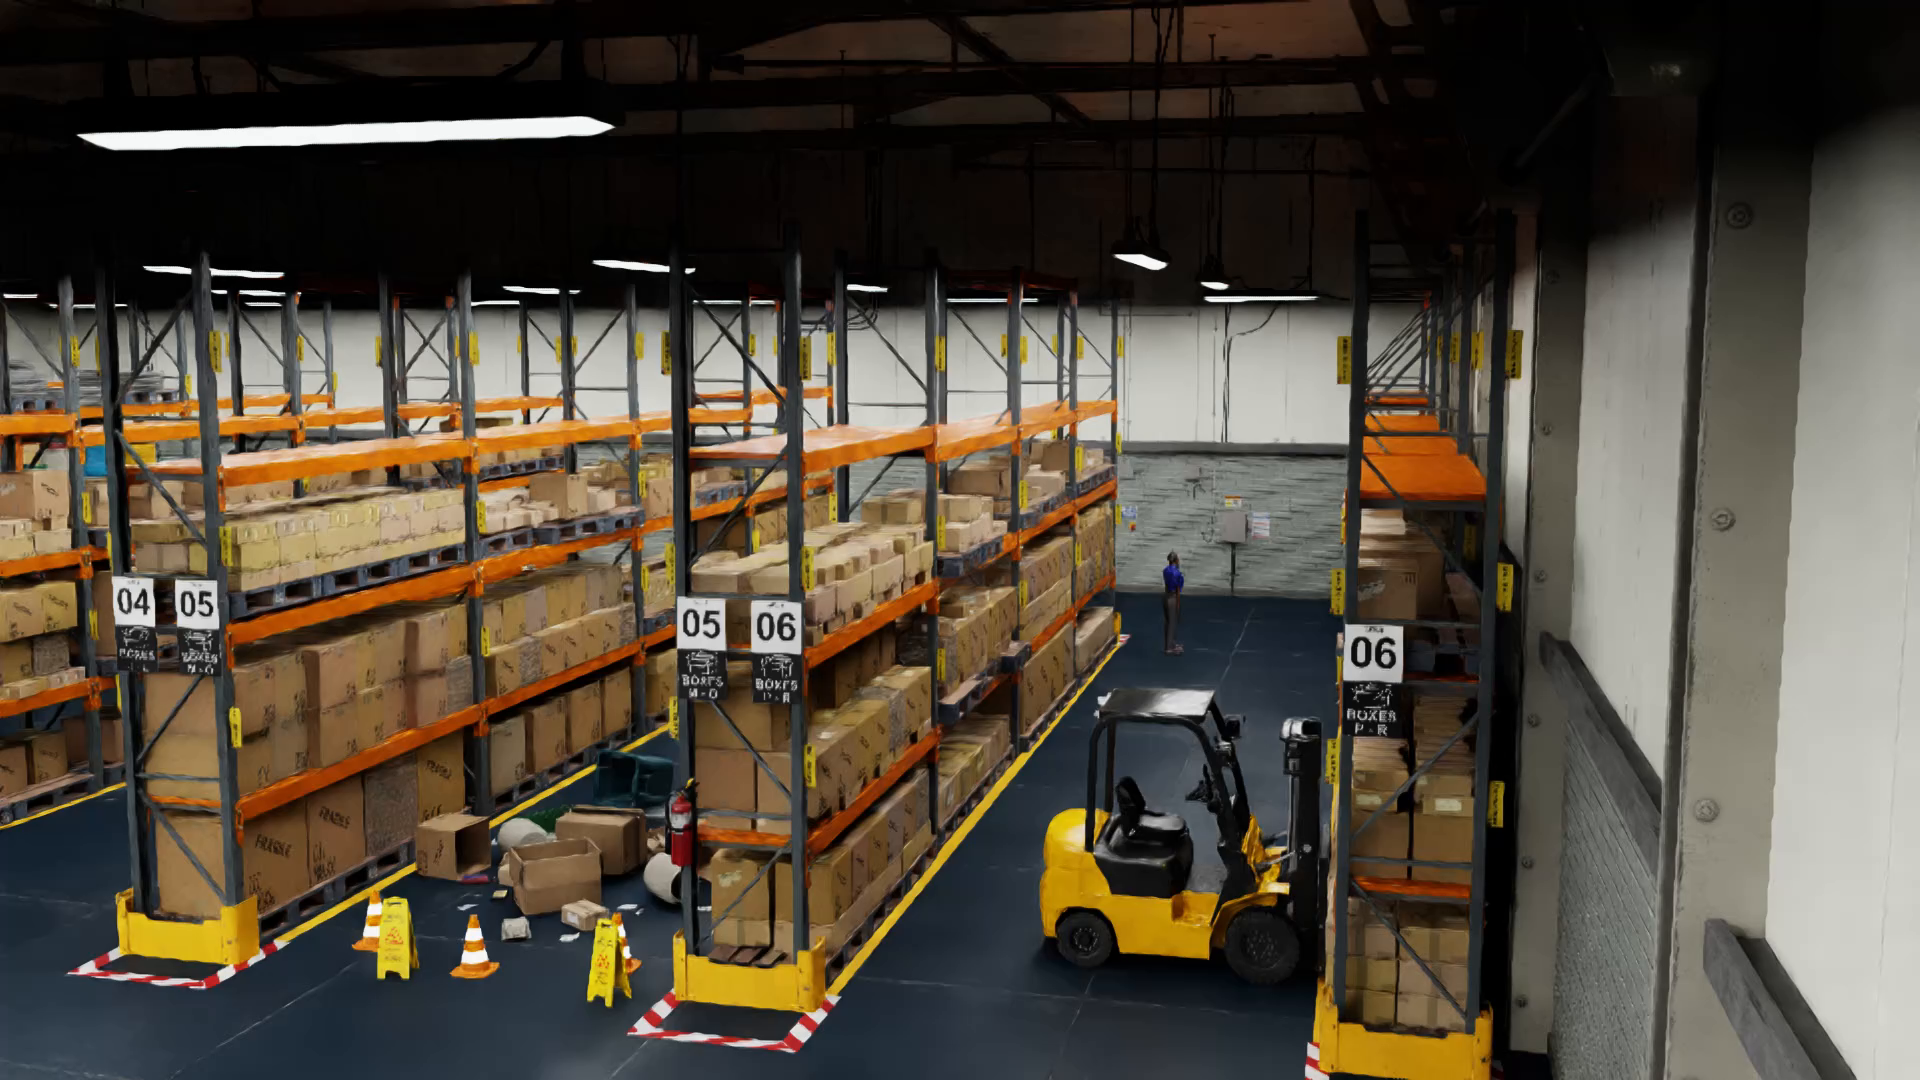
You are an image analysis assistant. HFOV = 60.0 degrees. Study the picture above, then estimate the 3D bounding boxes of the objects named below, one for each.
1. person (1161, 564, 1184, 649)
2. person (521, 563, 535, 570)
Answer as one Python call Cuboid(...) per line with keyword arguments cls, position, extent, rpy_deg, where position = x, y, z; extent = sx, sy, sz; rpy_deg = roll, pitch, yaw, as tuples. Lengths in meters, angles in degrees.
Cuboid(cls="person", position=(3.485, 1.078, 27.288), extent=(0.331, 1.365, 0.456), rpy_deg=(-2, 7, -18))
Cuboid(cls="person", position=(-6.655, 1.159, 25.904), extent=(0.670, 1.735, 0.549), rpy_deg=(2, 7, 12))
